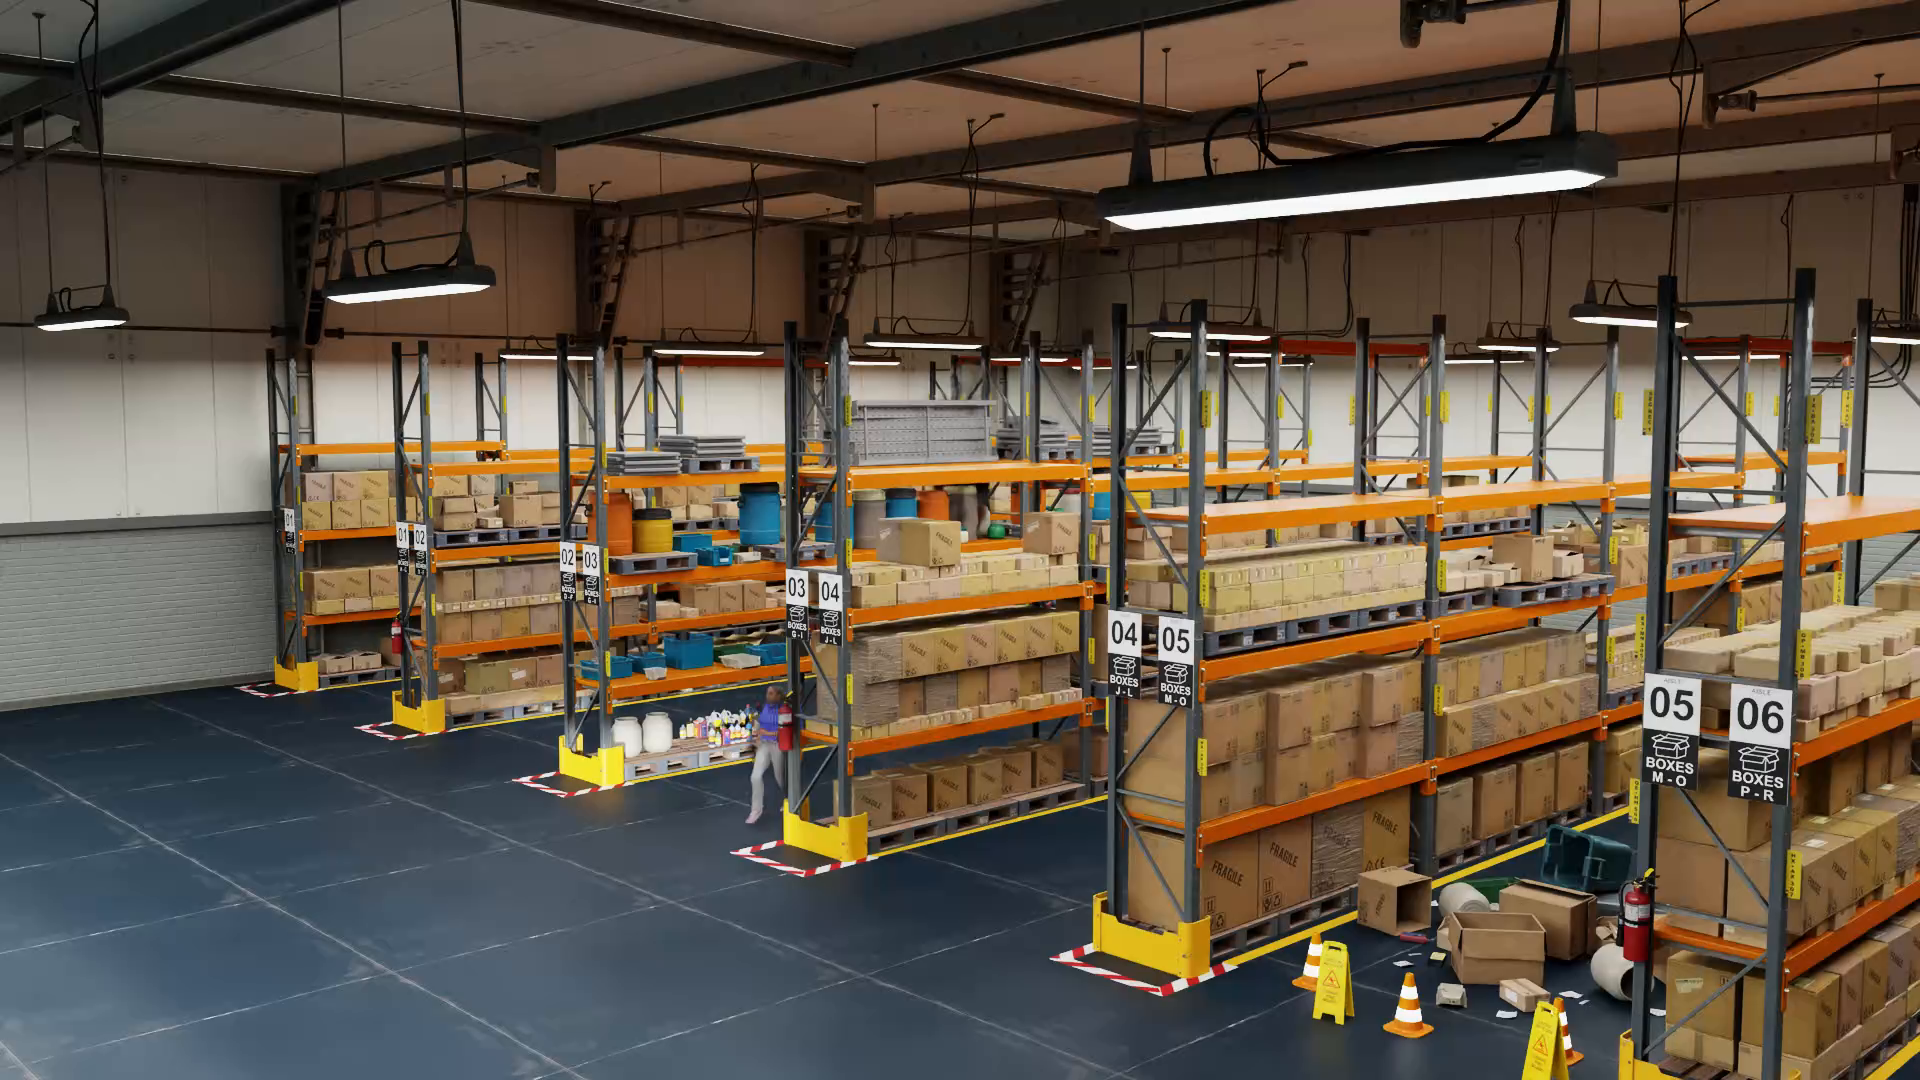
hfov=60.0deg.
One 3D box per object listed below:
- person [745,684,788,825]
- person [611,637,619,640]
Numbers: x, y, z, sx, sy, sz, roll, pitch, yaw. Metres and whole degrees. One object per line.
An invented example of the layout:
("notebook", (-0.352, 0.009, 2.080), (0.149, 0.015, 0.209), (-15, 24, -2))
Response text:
("person", (-2.262, 2.594, 20.282), (0.593, 1.711, 0.775), (3, 6, 32))
("person", (-6.290, 1.722, 29.984), (0.564, 1.752, 0.753), (4, 6, 40))
